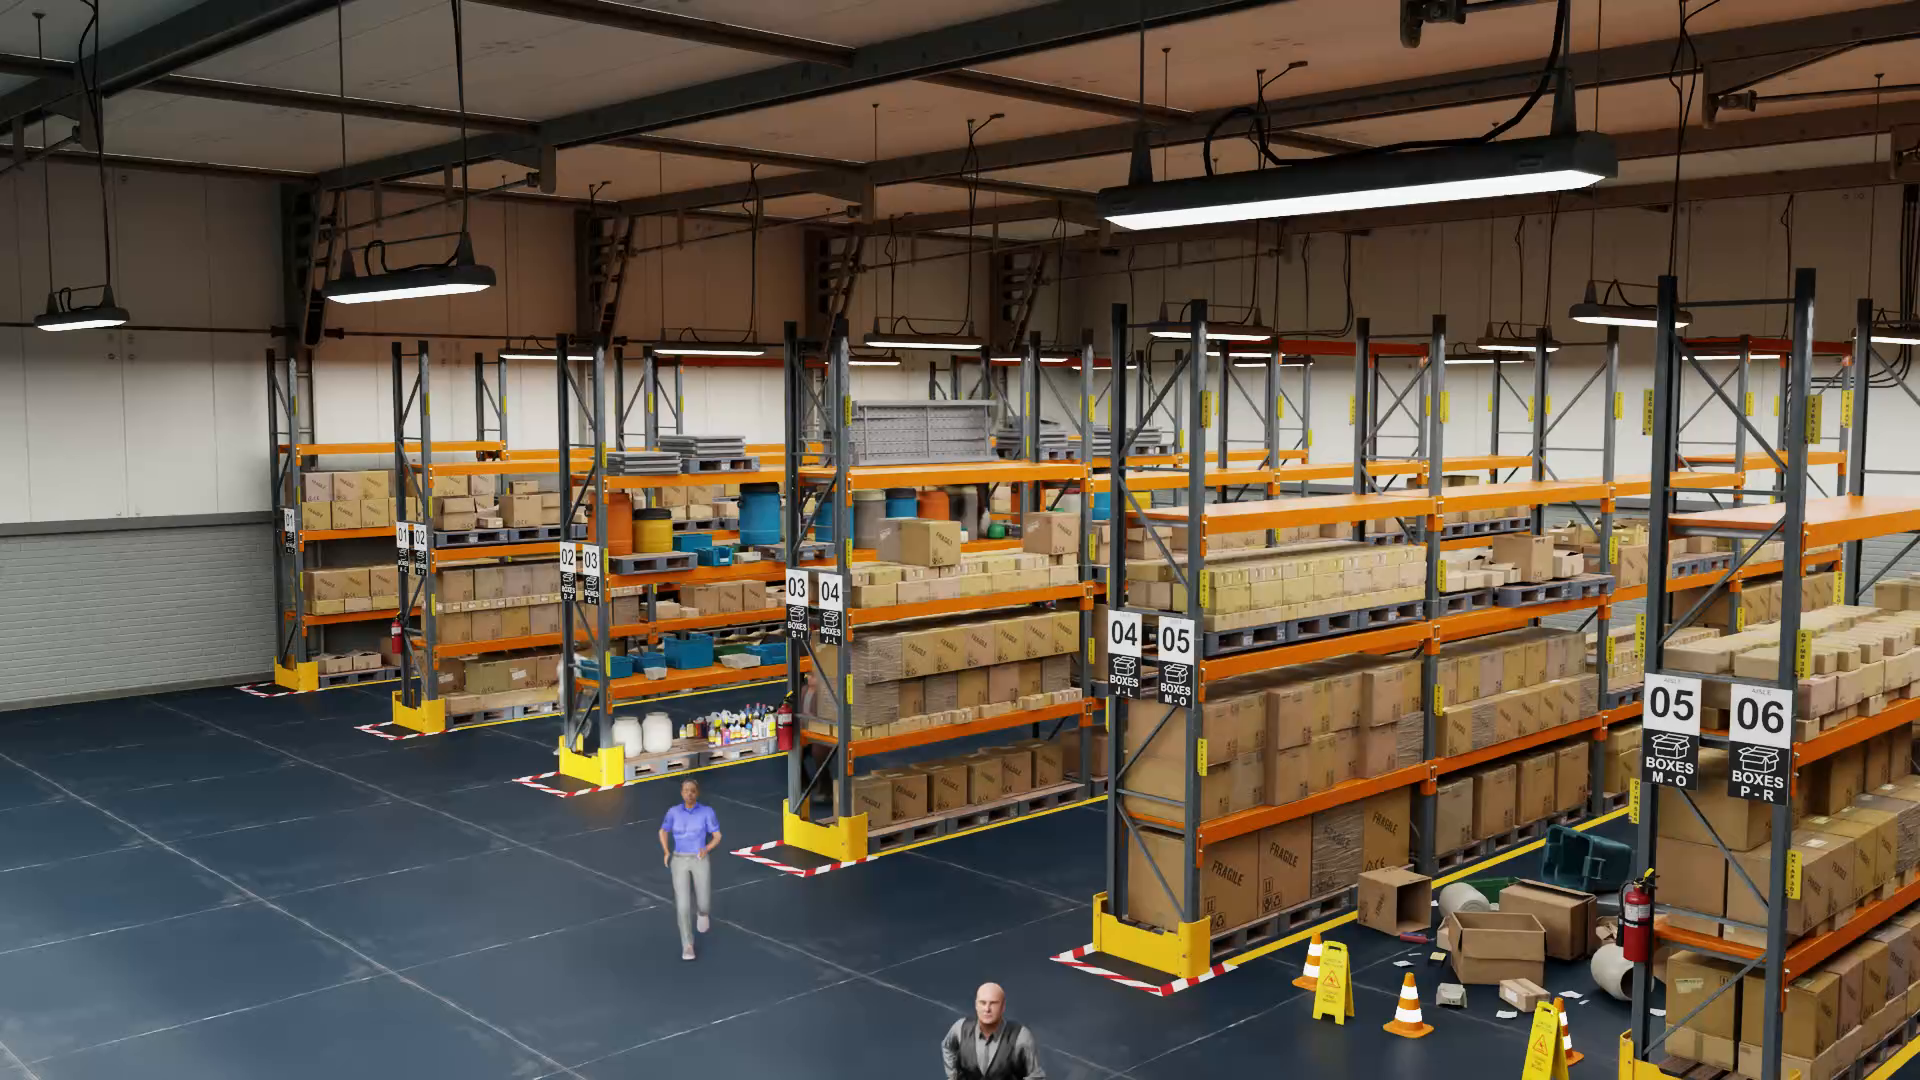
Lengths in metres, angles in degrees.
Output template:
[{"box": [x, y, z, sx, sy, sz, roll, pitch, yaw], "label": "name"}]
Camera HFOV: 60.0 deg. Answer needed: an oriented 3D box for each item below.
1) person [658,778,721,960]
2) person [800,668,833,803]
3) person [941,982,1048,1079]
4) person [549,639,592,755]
[{"box": [-2.517, 3.023, 15.496, 0.585, 1.603, 0.749, -1, 5, -7], "label": "person"}, {"box": [-1.842, 2.481, 20.845, 0.684, 1.804, 0.727, 3, 6, 28], "label": "person"}, {"box": [0.195, 3.465, 9.811, 0.644, 1.772, 0.793, 0, 5, 4], "label": "person"}, {"box": [-5.637, 2.233, 24.236, 0.579, 1.692, 0.851, 3, 6, 31], "label": "person"}]
